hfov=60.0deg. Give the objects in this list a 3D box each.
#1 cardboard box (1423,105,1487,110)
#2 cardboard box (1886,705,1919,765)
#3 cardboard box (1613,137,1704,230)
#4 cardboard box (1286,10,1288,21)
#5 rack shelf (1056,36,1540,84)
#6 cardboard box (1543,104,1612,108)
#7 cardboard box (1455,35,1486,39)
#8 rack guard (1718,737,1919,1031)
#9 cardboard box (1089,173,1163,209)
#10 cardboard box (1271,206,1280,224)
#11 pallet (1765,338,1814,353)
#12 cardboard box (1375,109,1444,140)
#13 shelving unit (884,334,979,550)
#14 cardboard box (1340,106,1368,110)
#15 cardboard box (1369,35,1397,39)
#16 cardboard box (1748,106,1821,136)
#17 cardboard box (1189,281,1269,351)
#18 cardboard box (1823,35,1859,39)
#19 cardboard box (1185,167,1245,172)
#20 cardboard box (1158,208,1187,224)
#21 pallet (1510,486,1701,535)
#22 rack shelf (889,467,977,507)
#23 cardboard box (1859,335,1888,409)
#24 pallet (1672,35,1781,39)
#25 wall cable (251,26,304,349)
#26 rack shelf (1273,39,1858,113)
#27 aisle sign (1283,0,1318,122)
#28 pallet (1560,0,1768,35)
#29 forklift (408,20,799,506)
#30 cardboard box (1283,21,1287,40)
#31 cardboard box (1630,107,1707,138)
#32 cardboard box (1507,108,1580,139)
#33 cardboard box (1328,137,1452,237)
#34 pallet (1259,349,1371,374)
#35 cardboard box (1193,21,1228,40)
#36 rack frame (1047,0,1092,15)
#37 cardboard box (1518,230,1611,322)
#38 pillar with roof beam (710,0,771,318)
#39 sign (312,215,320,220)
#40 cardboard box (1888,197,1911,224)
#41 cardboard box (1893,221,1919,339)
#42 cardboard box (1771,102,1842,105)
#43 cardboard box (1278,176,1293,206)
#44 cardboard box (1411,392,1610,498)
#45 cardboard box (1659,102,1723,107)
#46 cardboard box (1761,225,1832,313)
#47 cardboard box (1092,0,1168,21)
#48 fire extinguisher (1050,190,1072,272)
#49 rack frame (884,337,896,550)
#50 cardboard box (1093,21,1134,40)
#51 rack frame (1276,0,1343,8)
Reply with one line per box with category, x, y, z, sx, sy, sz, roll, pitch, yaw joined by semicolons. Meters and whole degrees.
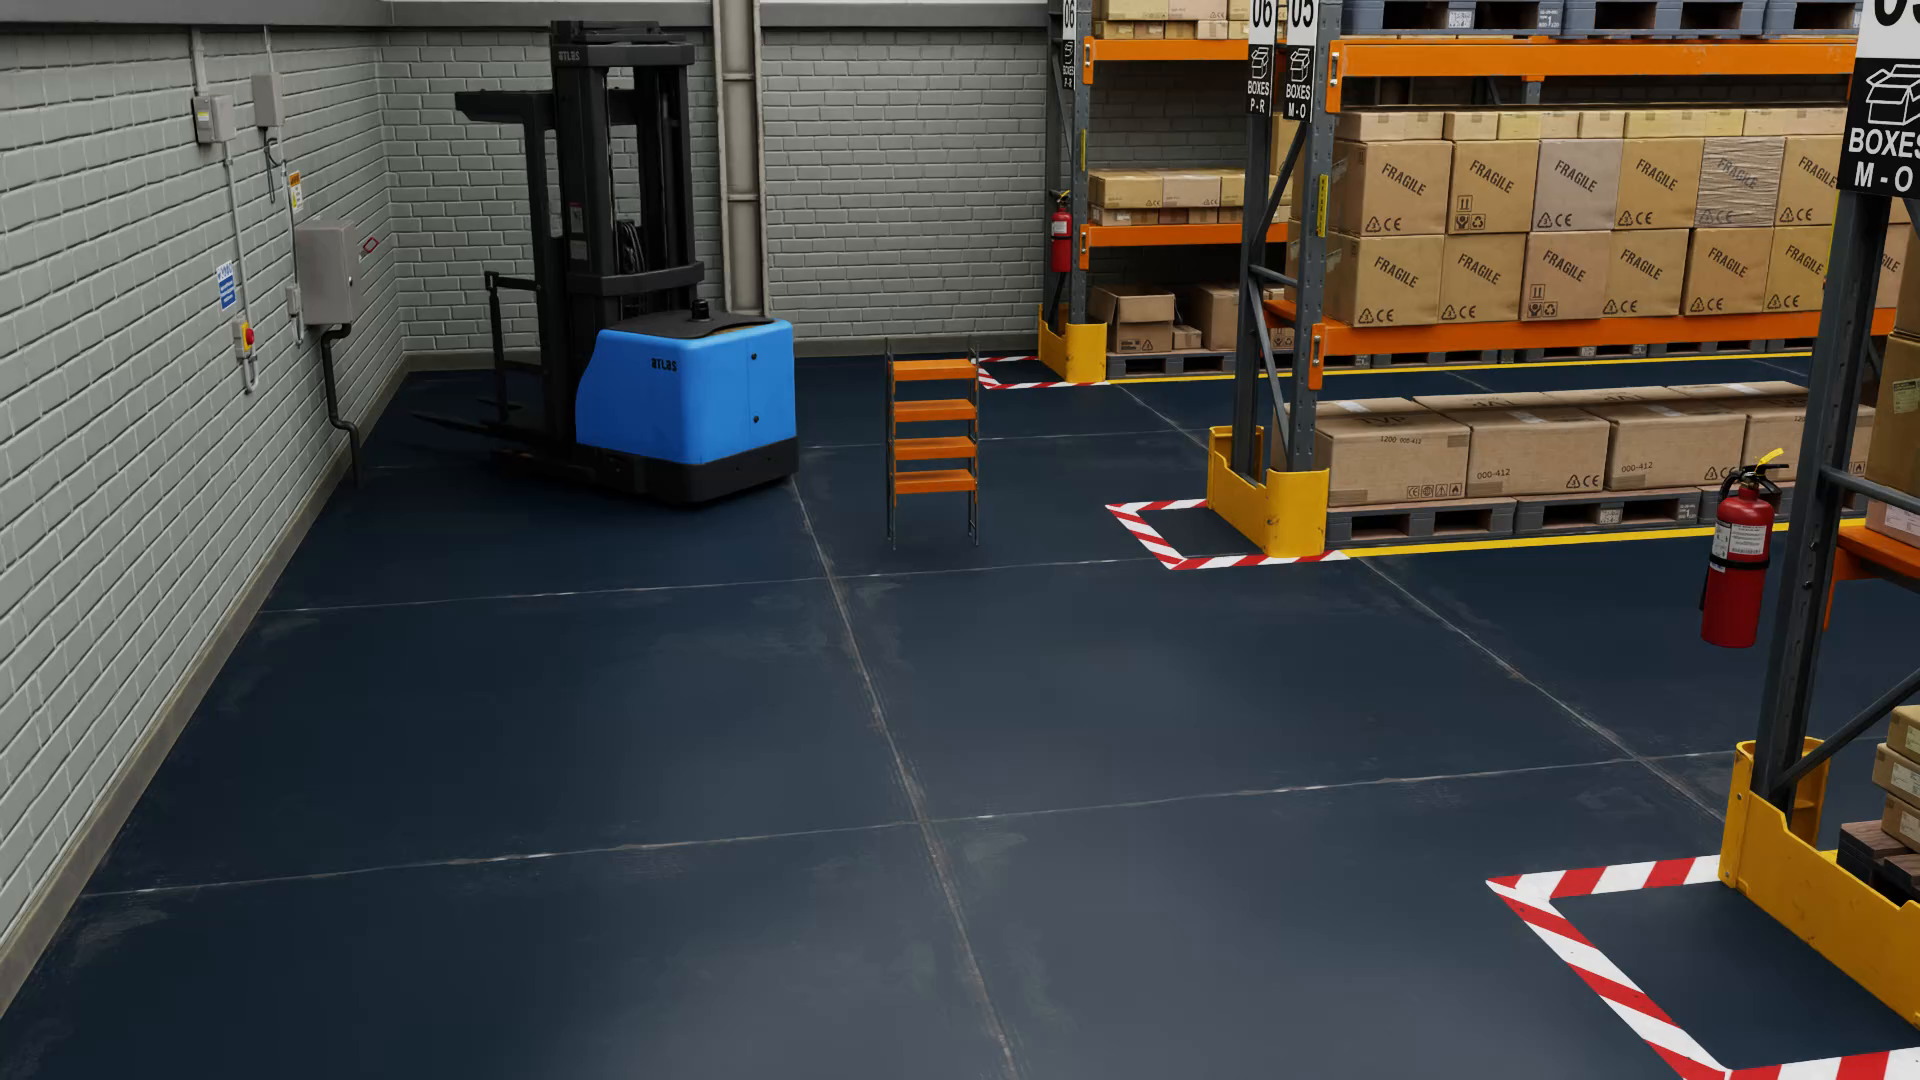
cardboard box;2.901;-2.481;9.804;0.250;0.149;0.380;-3;17;-9
cardboard box;3.359;0.691;5.582;0.250;0.149;0.380;-3;17;-10
cardboard box;3.874;-2.066;9.556;0.500;0.500;0.500;-3;17;-10
cardboard box;2.895;-4.482;13.934;0.500;0.250;0.500;-4;17;-11
rack shelf;2.867;-4.138;14.292;4.000;0.370;1.077;-3;17;-10
cardboard box;3.667;-2.516;9.915;0.250;0.149;0.380;-3;17;-9
cardboard box;4.293;-4.355;14.202;0.250;0.149;0.380;-3;17;-11
rack guard;2.962;1.106;5.359;0.348;0.500;1.175;-3;17;-10
cardboard box;1.400;-2.955;14.072;0.500;0.250;0.500;-3;17;-10
cardboard box;2.553;-2.813;14.290;0.250;0.149;0.380;-4;17;-12
pallet;8.018;-2.019;16.024;1.213;0.211;1.003;-3;17;-10
cardboard box;2.494;-2.317;9.268;0.250;0.149;0.380;-3;17;-9
shelving unit;-0.163;-0.564;9.606;0.503;1.200;0.258;-3;17;-10
cardboard box;2.163;-2.420;9.602;0.250;0.149;0.380;-3;17;-10
cardboard box;3.518;-4.324;14.100;0.250;0.149;0.380;-3;17;-9
cardboard box;4.763;-2.442;9.675;0.250;0.149;0.380;-3;17;-11
cardboard box;2.369;-1.986;14.710;0.500;0.500;0.700;-3;17;-8
cardboard box;7.807;-4.618;14.884;0.500;0.250;0.500;-3;17;-10
cardboard box;2.299;-3.164;14.753;0.500;0.250;0.500;-3;17;-9
cardboard box;1.771;-2.808;14.273;0.250;0.149;0.380;-3;17;-11
pallet;3.815;-0.307;10.452;1.213;0.211;1.003;-3;17;-10
rack shelf;-0.163;-0.310;9.684;0.480;0.148;0.258;-3;17;-10
cardboard box;6.370;-0.971;10.769;0.875;0.875;0.875;-3;17;-9
pallet;6.502;-4.578;14.820;1.003;0.211;1.213;-3;17;-10
wall cable;-3.963;-2.079;9.741;0.122;1.984;0.588;-3;17;-10
rack shelf;3.813;-2.707;9.634;4.000;0.370;1.077;-3;17;-10
aisle sign;1.833;-2.661;8.939;0.004;0.787;0.394;-3;17;-10
pallet;3.776;-3.011;9.547;1.213;0.211;1.003;-3;17;-10
forklift;-2.570;-1.934;11.117;3.031;2.935;1.130;12;21;33
cardboard box;2.784;-4.259;13.887;0.250;0.149;0.380;-3;17;-10
cardboard box;4.029;-2.385;9.489;0.250;0.149;0.380;-3;17;-10
cardboard box;3.274;-2.348;9.369;0.250;0.149;0.380;-3;17;-10
cardboard box;2.374;-1.976;9.264;0.500;0.500;0.500;-4;17;-12
pallet;2.956;-1.719;15.051;1.213;0.211;1.003;-3;17;-10
cardboard box;2.032;-4.217;13.751;0.250;0.149;0.380;-3;17;-9
rack frame;0.904;-5.804;13.383;0.127;3.000;1.000;-3;17;-10
cardboard box;3.369;-1.557;9.602;0.500;0.500;0.500;-3;17;-11
pillar with roof beam;-1.098;-4.673;9.700;0.400;9.000;9.100;-3;17;-10
sign;-4.235;-1.884;11.000;0.001;0.494;0.329;-3;17;-10
cardboard box;5.365;-2.149;9.825;0.500;0.500;0.500;-3;17;-11
cardboard box;3.289;-0.850;5.090;0.500;0.500;0.500;-4;17;-12
cardboard box;5.169;-2.603;10.199;0.250;0.149;0.380;-3;17;-10
cardboard box;2.890;-3.047;14.371;0.500;0.250;0.500;-4;17;-12
cardboard box;3.375;-0.601;10.308;0.875;0.438;0.875;-3;17;-9
cardboard box;4.404;-2.574;10.105;0.250;0.149;0.380;-4;17;-12
cardboard box;4.865;-1.647;9.894;0.500;0.500;0.500;-4;17;-12
cardboard box;1.391;-4.387;13.626;0.500;0.250;0.500;-3;17;-11
fire extinguisher;0.847;-2.580;13.870;0.183;0.674;0.296;-3;17;-10
rack frame;-0.402;-0.551;9.561;0.015;1.200;0.240;-3;17;-10
cardboard box;1.261;-4.201;13.700;0.250;0.149;0.380;-3;17;-9
rack frame;1.849;-4.374;8.725;0.127;3.000;1.000;-3;17;-10
